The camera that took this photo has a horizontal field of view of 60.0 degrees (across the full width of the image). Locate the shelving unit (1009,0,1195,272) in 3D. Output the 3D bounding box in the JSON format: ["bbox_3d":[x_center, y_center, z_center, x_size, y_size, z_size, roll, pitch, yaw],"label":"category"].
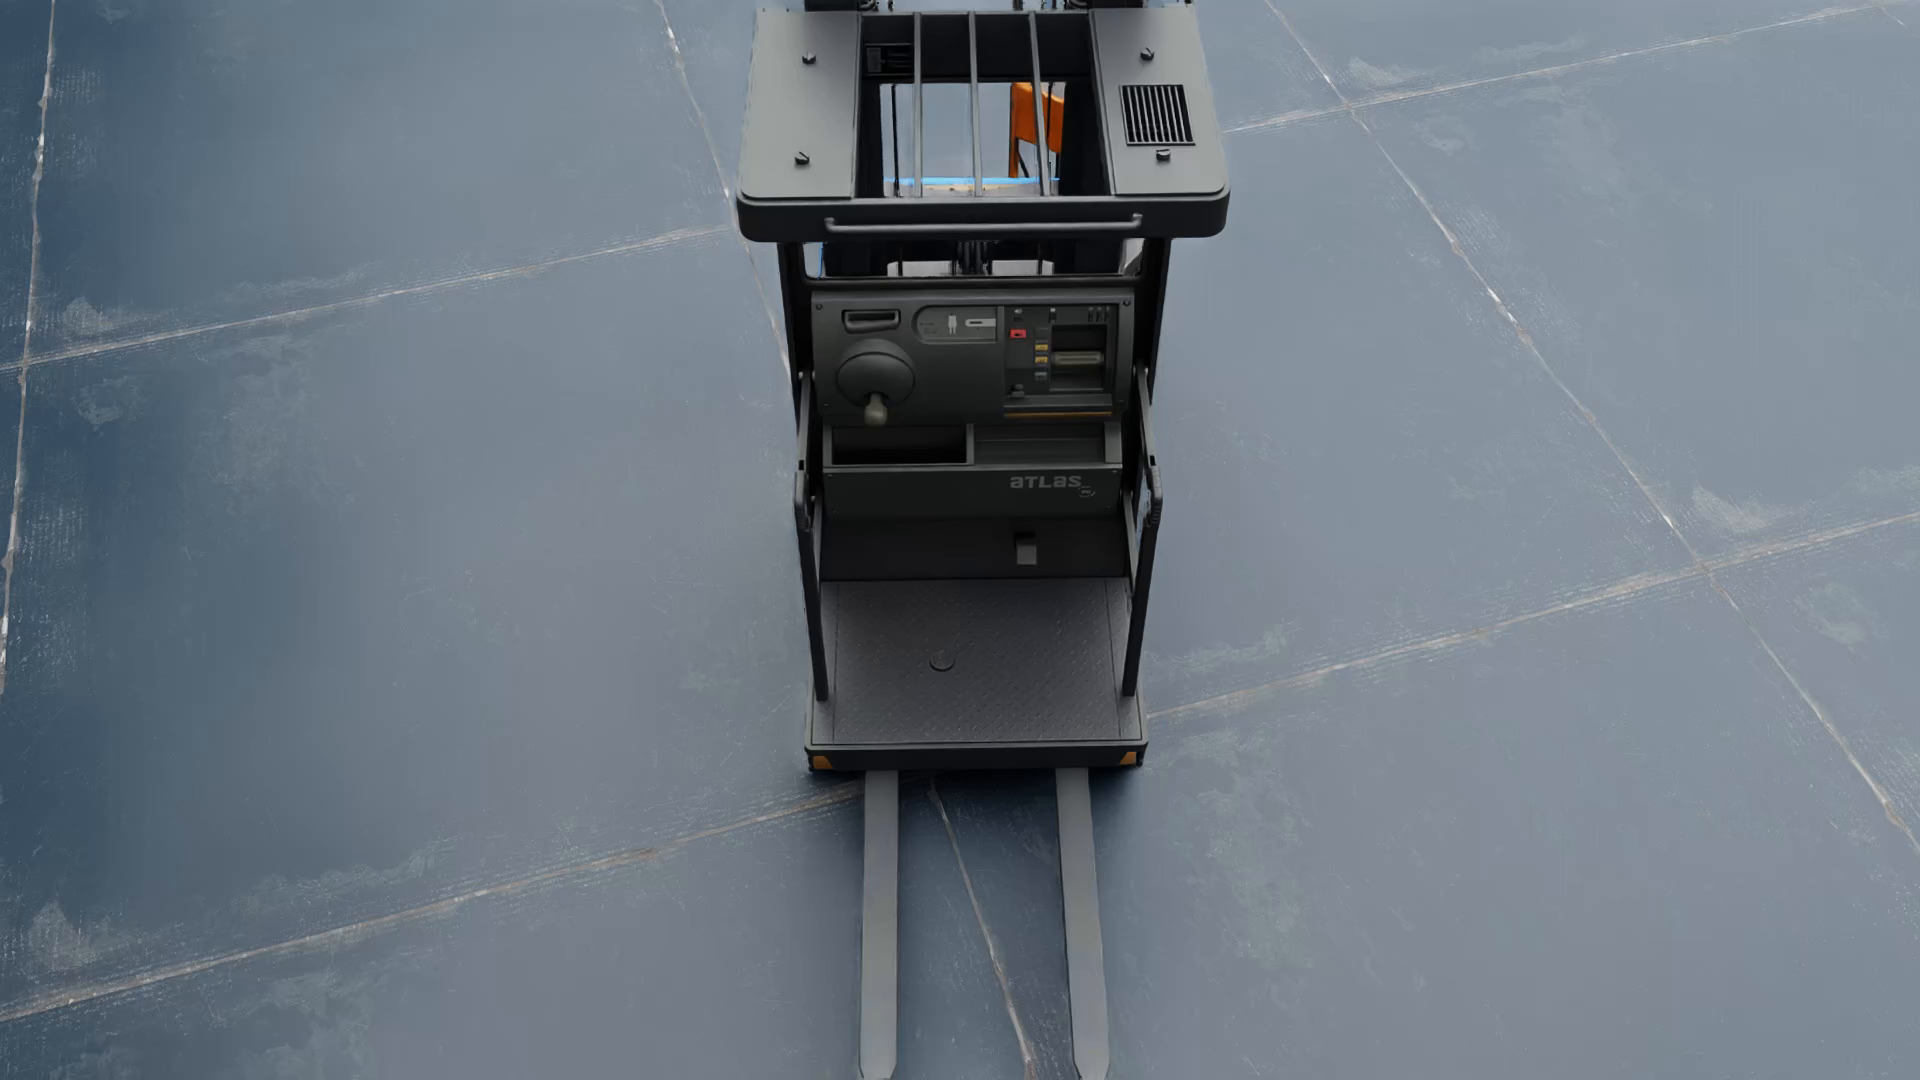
[{"bbox_3d":[0.503,-1.538,6.172,0.503,2.100,0.431,26,55,21],"label":"shelving unit"}]

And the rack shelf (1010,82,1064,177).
[{"bbox_3d":[0.503,-1.529,6.182,0.480,0.518,0.431,26,55,21],"label":"rack shelf"}]

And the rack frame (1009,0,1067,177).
[{"bbox_3d":[0.298,-1.639,6.257,0.015,2.100,0.400,26,55,21],"label":"rack frame"}]

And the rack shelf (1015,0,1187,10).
[{"bbox_3d":[0.501,-1.981,5.647,0.480,0.518,0.431,26,55,21],"label":"rack shelf"}]

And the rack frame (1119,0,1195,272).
[{"bbox_3d":[0.709,-1.438,6.086,0.015,2.100,0.400,26,55,21],"label":"rack frame"}]

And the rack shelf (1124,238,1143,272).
[{"bbox_3d":[0.506,-1.078,6.718,0.480,0.518,0.431,26,55,21],"label":"rack shelf"}]

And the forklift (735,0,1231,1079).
[{"bbox_3d":[0.044,-0.426,4.692,1.130,2.935,3.031,-1,50,-1],"label":"forklift"}]
